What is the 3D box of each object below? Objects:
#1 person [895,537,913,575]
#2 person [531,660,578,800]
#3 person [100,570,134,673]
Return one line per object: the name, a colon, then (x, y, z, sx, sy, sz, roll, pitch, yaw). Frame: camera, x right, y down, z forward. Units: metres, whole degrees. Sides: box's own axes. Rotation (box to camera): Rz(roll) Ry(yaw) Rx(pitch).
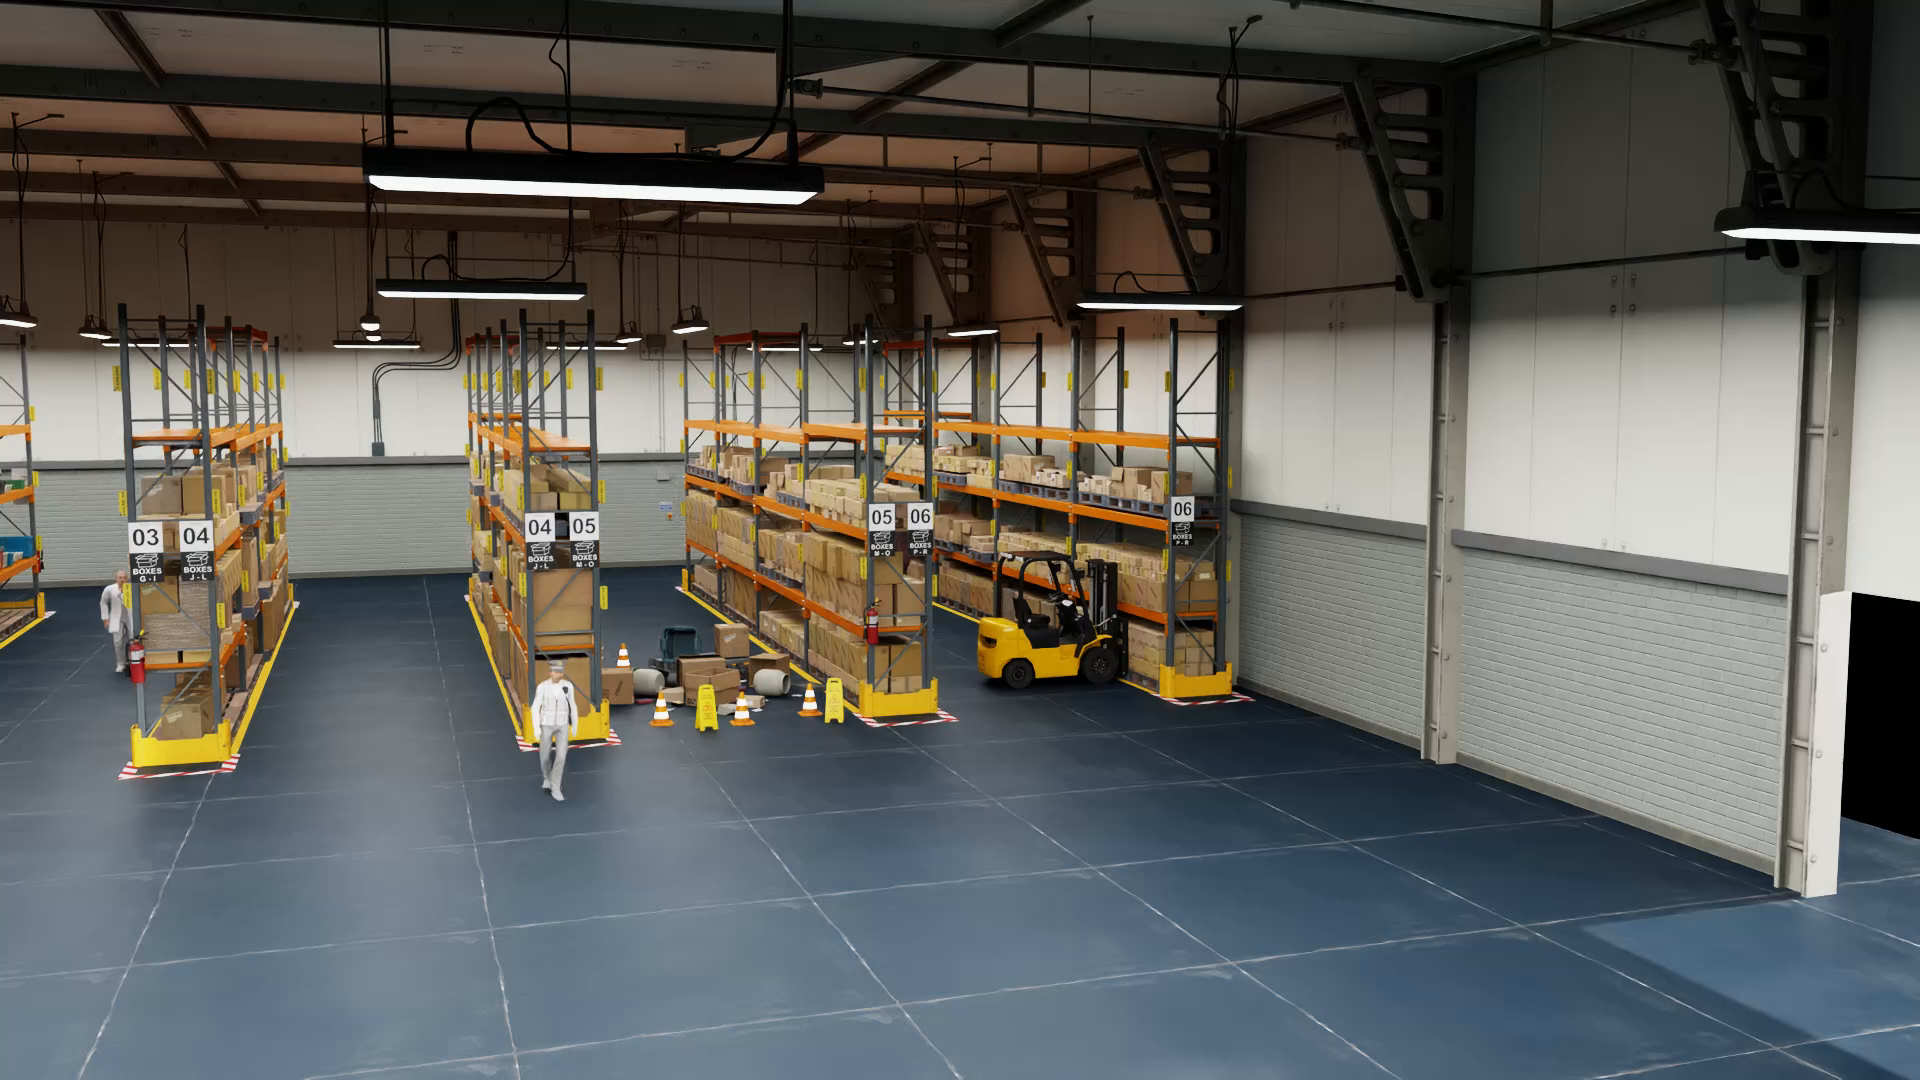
person: (-1.283, 0.383, 36.277, 0.626, 1.808, 0.497, -3, 6, -32)
person: (-4.915, 2.290, 20.210, 0.561, 1.679, 0.684, -2, 6, -22)
person: (-14.611, 1.388, 28.998, 0.669, 1.762, 0.753, -3, 6, -33)
